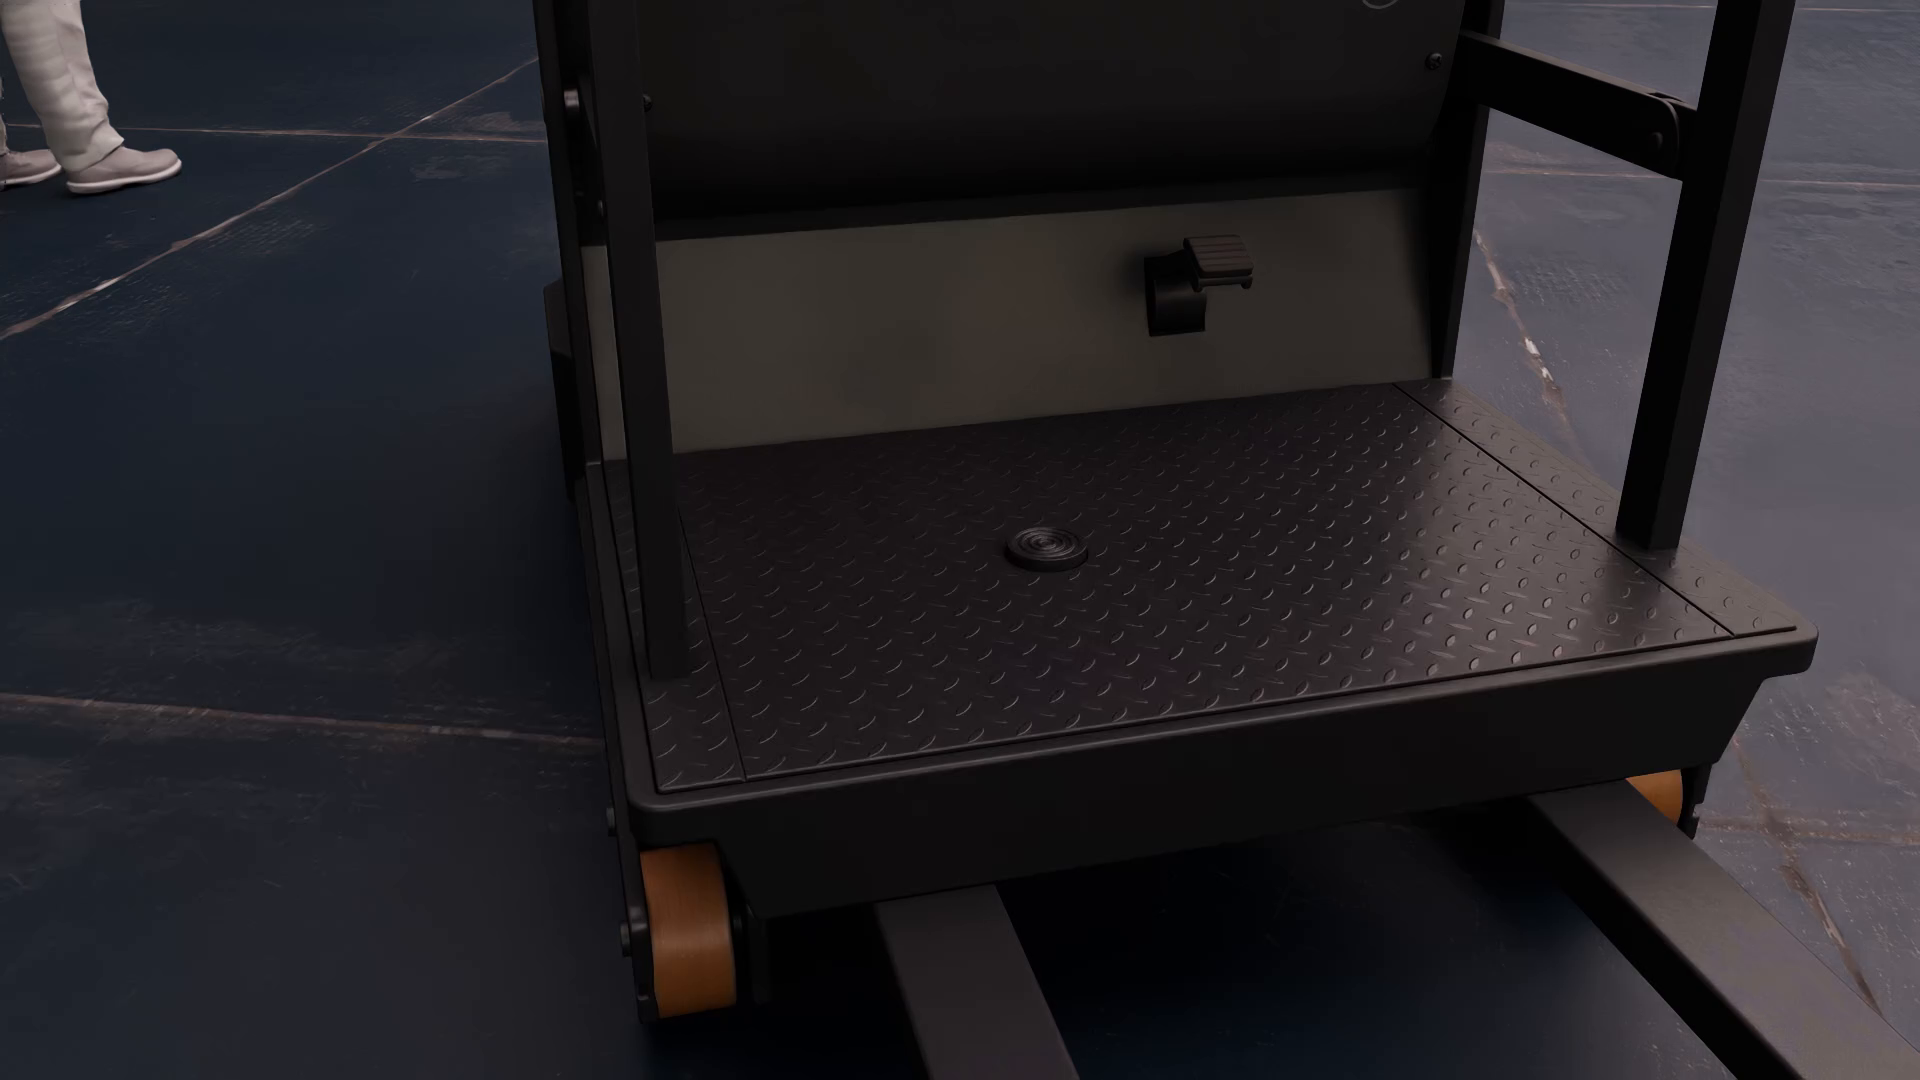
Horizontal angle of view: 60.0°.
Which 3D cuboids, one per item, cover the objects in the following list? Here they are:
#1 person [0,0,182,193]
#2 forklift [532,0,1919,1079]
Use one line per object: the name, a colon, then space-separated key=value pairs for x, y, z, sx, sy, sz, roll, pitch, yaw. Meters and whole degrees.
person: x=-2.405 y=-1.729 z=3.990 sx=0.711 sy=1.764 sz=0.545 roll=15 pitch=30 yaw=27
forklift: x=0.153 y=-1.049 z=1.319 sx=1.130 sy=2.935 sz=3.031 roll=-7 pitch=27 yaw=-13
